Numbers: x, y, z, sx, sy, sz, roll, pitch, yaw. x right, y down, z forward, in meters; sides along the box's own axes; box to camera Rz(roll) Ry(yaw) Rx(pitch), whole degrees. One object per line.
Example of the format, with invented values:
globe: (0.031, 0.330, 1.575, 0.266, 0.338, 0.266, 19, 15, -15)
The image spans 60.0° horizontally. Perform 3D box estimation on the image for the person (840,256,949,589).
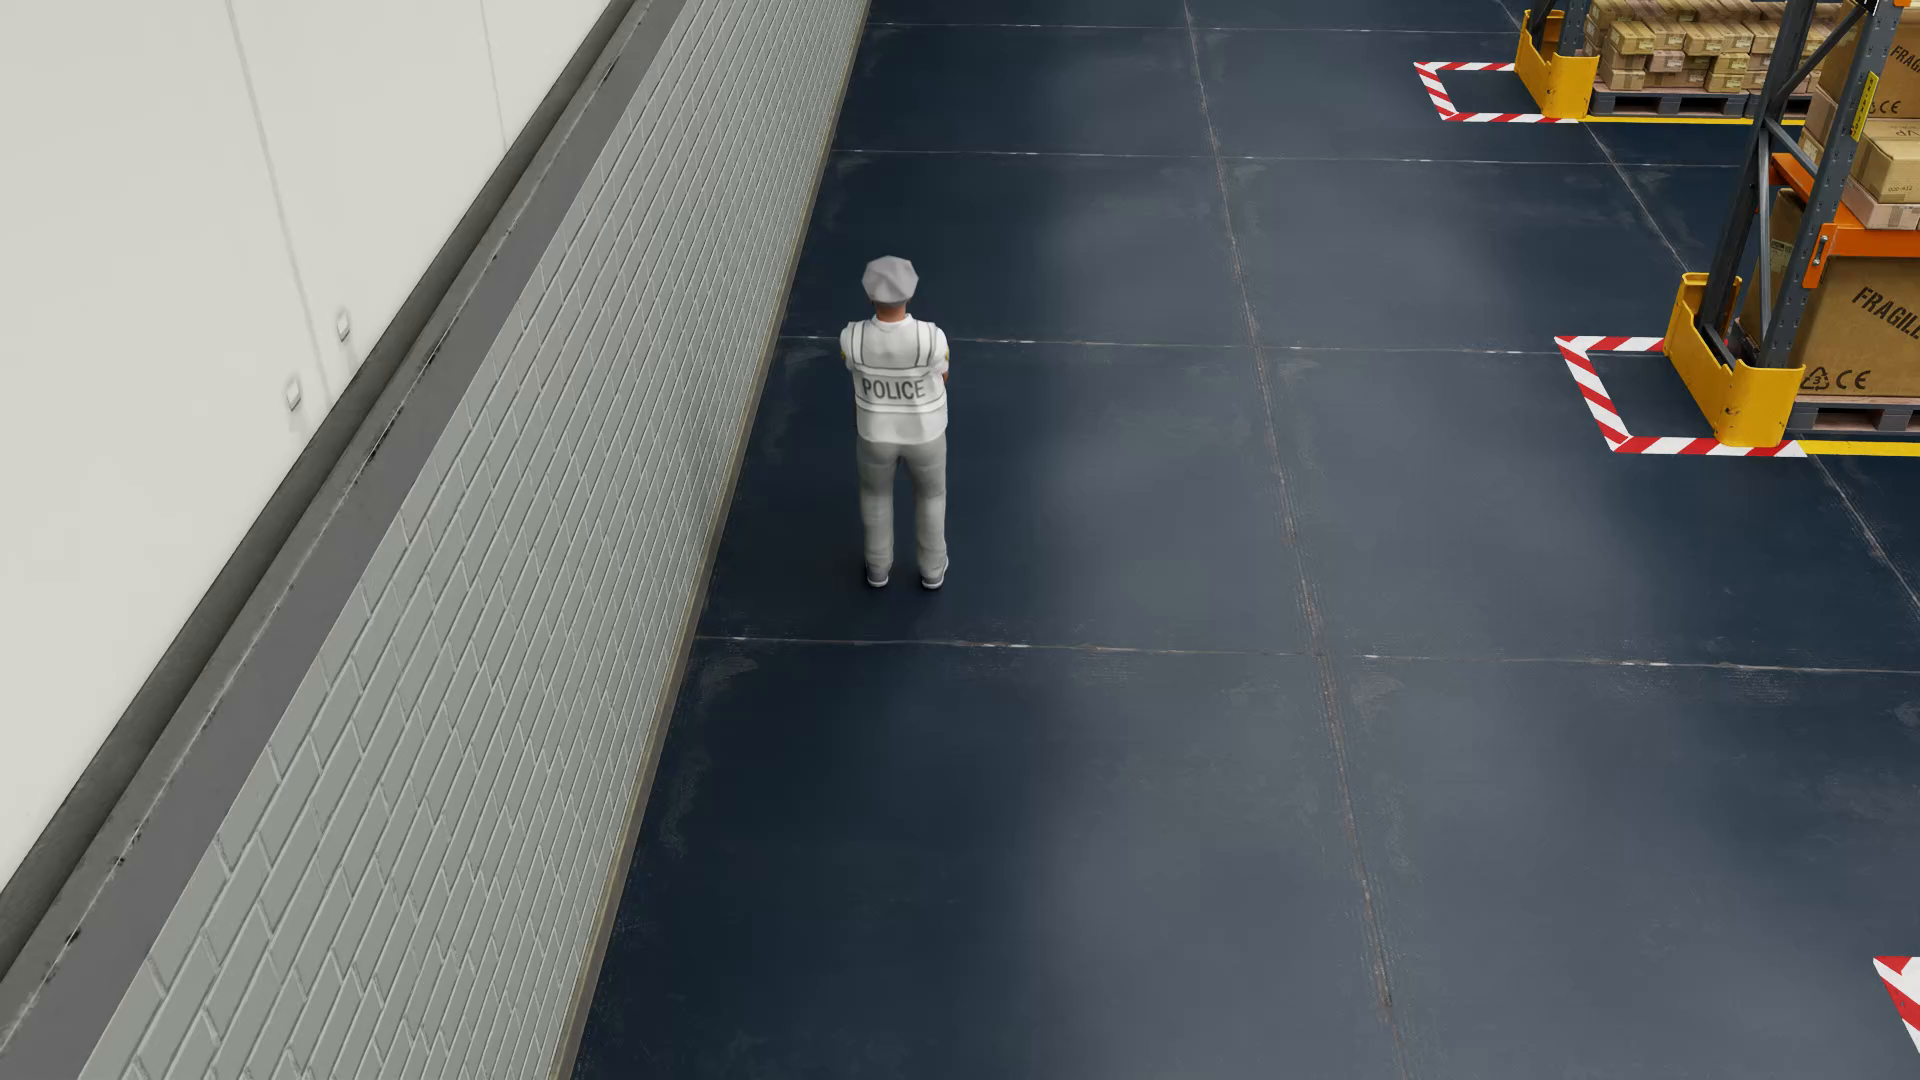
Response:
person: (-0.293, -0.582, 7.911, 0.493, 1.768, 0.566, 1, 35, 2)
